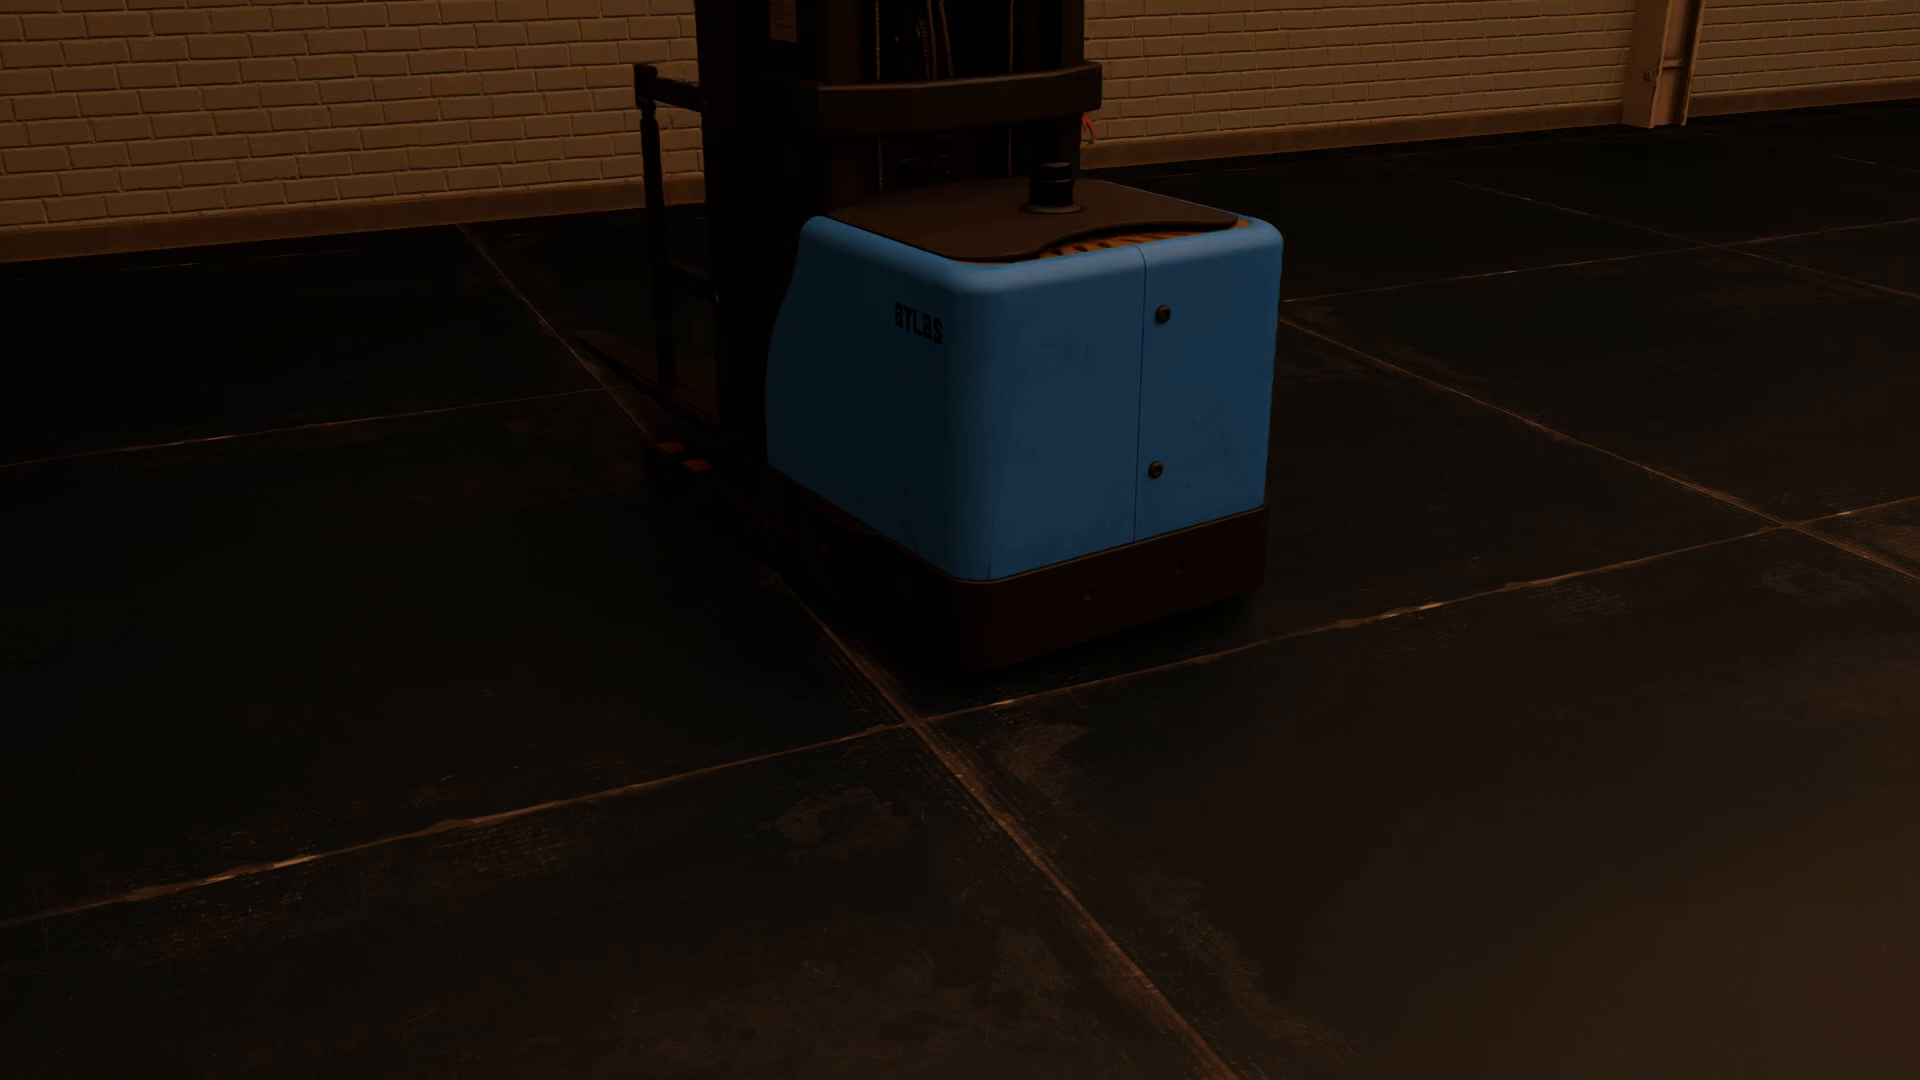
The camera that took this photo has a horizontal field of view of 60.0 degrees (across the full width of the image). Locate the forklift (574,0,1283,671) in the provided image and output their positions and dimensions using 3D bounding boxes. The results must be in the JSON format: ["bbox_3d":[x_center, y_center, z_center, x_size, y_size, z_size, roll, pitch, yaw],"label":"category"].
[{"bbox_3d":[-0.385,-1.540,4.993,1.130,2.935,3.031,-14,27,-31],"label":"forklift"}]

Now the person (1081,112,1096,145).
[{"bbox_3d":[0.204,-2.019,8.015,0.875,1.546,0.645,0,23,-1],"label":"person"}]
